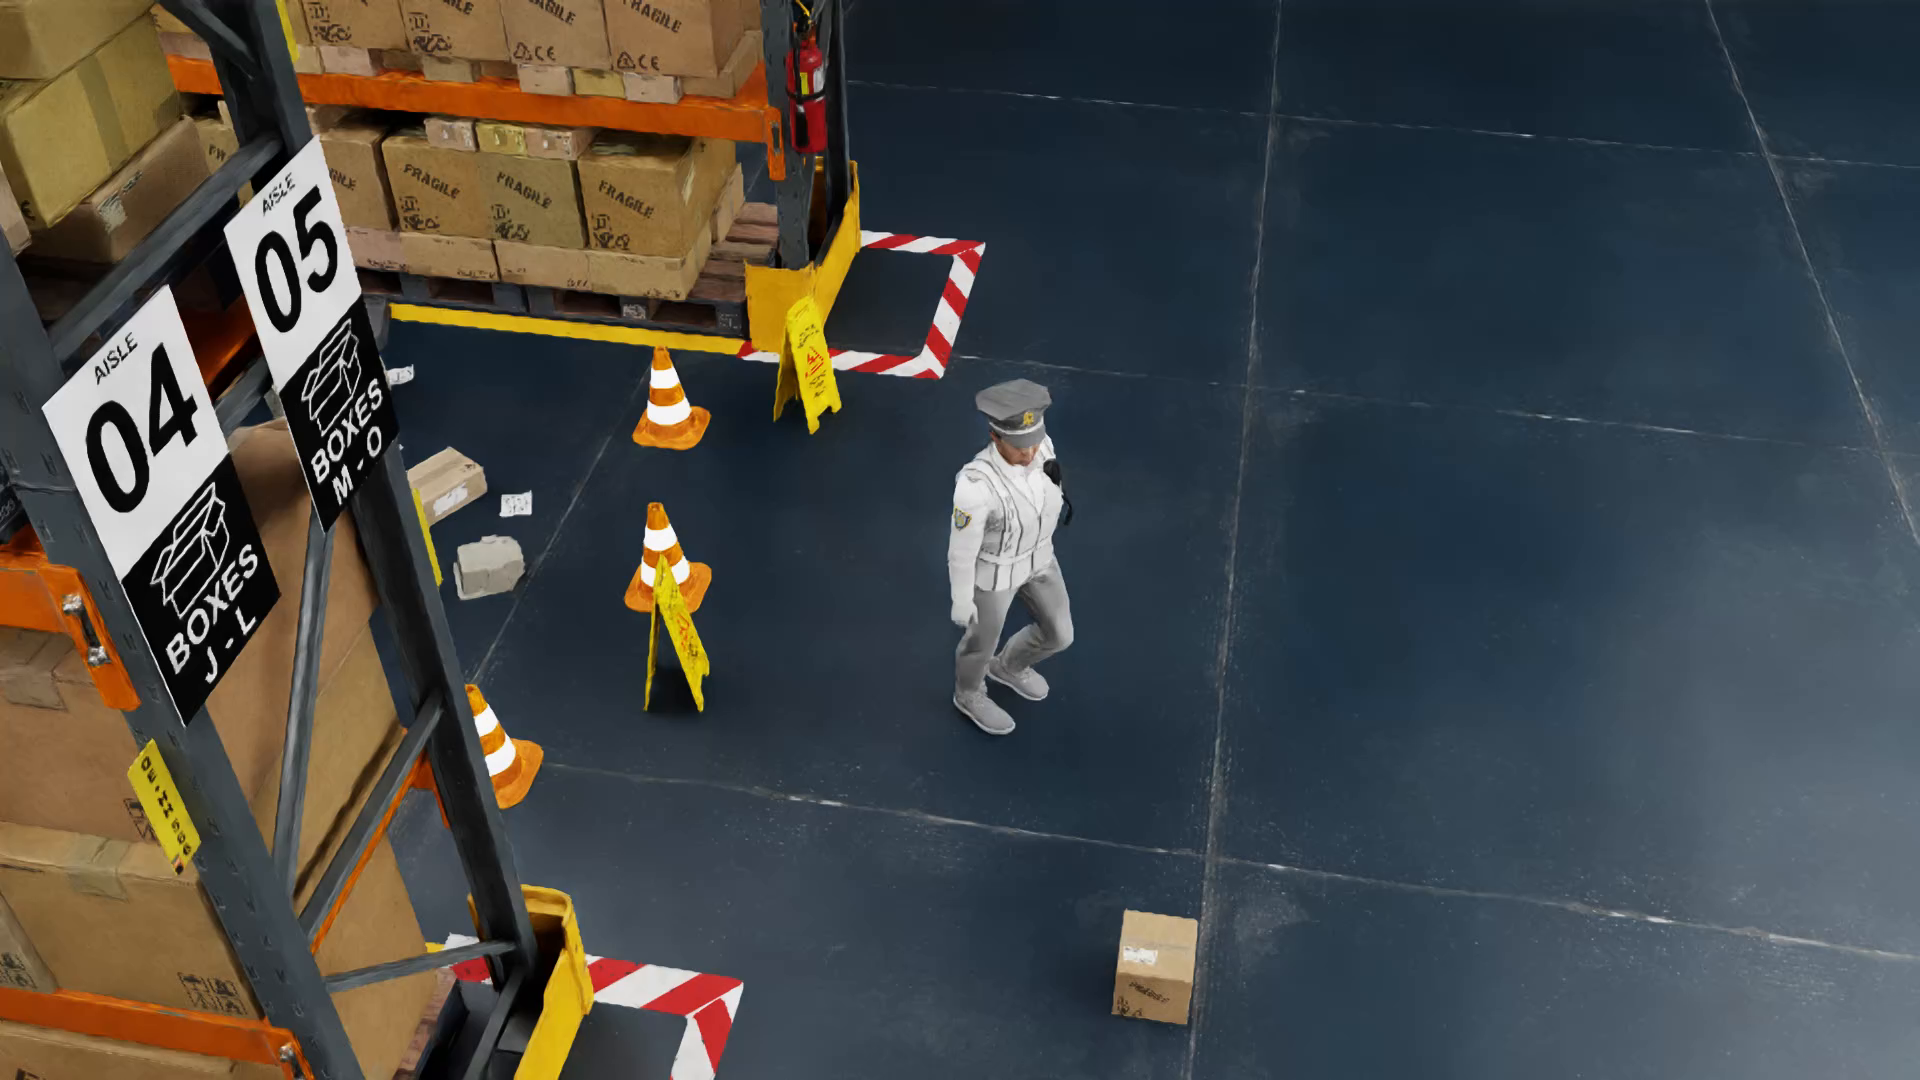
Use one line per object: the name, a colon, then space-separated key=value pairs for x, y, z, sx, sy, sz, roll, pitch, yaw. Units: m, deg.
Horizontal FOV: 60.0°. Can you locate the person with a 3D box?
person: x=0.155 y=0.097 z=6.024 sx=0.536 sy=1.663 sz=0.430 roll=-33 pitch=50 yaw=-32
